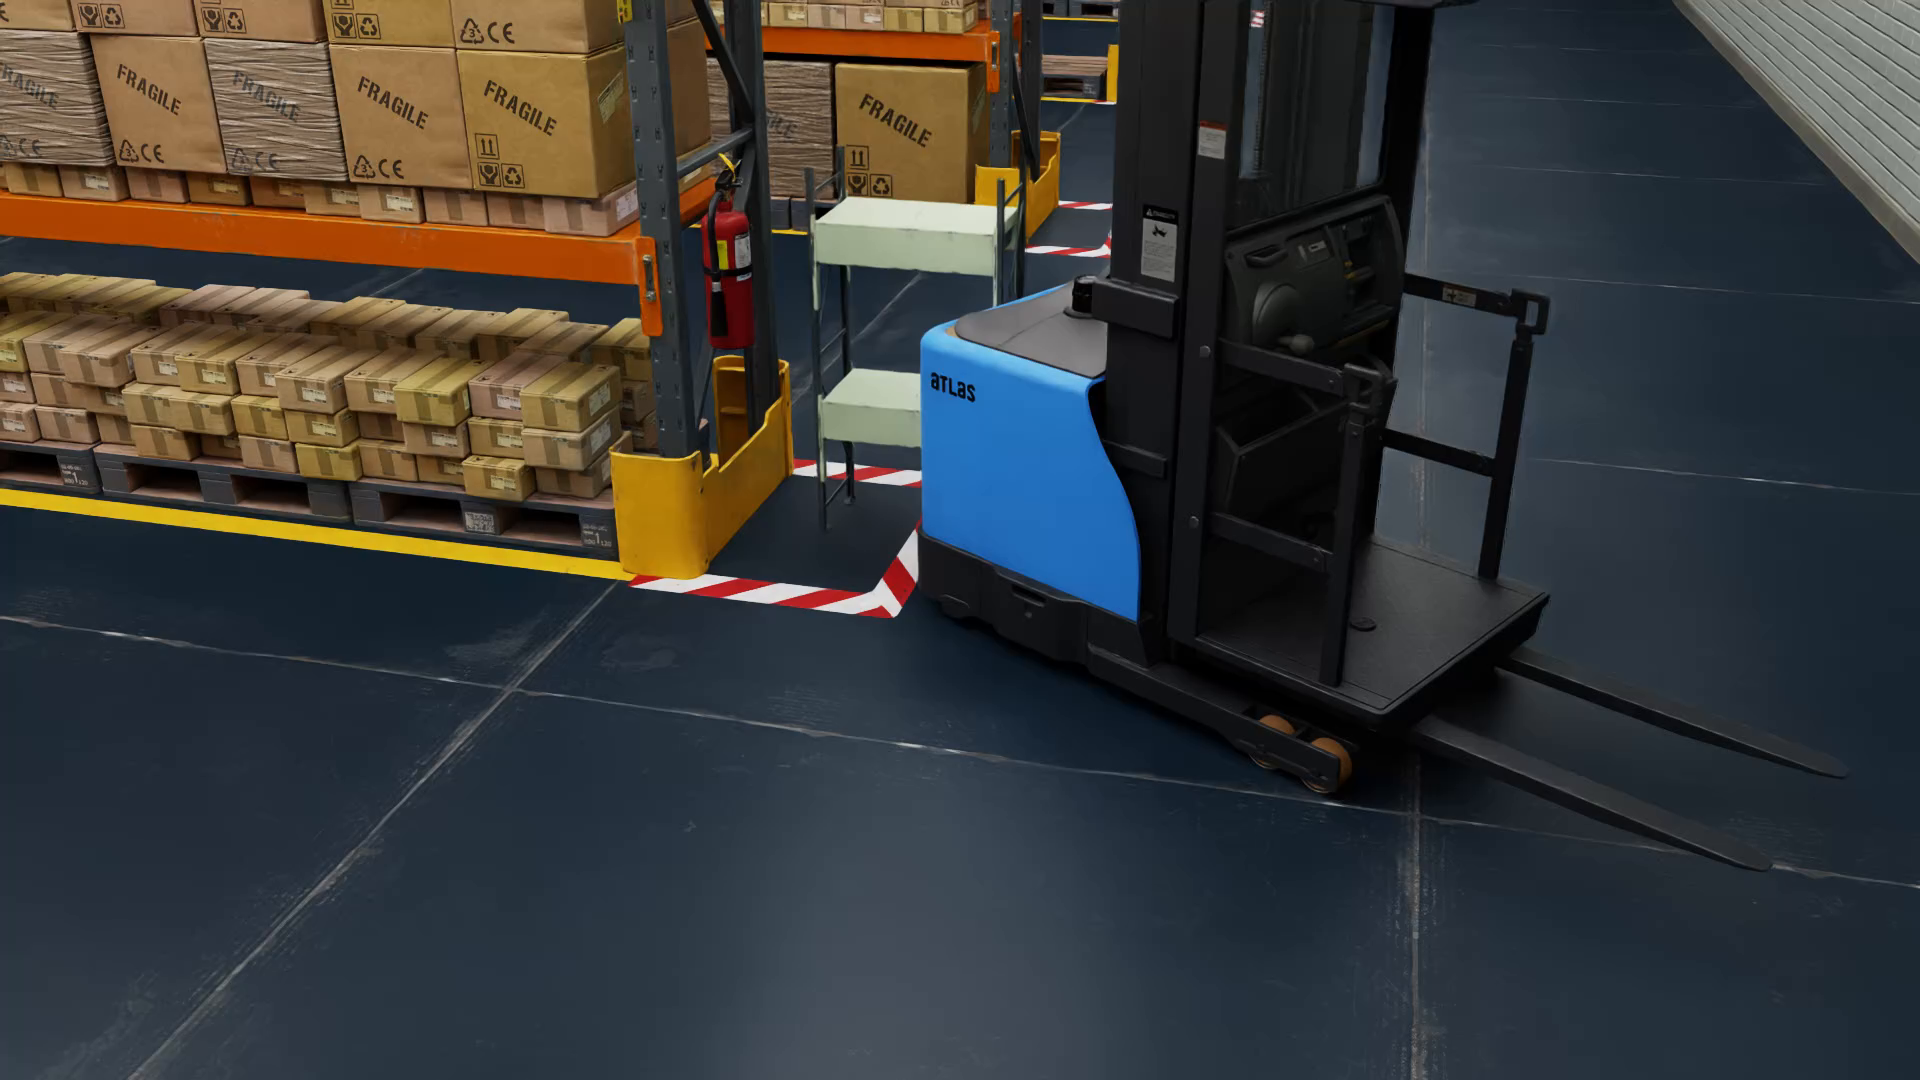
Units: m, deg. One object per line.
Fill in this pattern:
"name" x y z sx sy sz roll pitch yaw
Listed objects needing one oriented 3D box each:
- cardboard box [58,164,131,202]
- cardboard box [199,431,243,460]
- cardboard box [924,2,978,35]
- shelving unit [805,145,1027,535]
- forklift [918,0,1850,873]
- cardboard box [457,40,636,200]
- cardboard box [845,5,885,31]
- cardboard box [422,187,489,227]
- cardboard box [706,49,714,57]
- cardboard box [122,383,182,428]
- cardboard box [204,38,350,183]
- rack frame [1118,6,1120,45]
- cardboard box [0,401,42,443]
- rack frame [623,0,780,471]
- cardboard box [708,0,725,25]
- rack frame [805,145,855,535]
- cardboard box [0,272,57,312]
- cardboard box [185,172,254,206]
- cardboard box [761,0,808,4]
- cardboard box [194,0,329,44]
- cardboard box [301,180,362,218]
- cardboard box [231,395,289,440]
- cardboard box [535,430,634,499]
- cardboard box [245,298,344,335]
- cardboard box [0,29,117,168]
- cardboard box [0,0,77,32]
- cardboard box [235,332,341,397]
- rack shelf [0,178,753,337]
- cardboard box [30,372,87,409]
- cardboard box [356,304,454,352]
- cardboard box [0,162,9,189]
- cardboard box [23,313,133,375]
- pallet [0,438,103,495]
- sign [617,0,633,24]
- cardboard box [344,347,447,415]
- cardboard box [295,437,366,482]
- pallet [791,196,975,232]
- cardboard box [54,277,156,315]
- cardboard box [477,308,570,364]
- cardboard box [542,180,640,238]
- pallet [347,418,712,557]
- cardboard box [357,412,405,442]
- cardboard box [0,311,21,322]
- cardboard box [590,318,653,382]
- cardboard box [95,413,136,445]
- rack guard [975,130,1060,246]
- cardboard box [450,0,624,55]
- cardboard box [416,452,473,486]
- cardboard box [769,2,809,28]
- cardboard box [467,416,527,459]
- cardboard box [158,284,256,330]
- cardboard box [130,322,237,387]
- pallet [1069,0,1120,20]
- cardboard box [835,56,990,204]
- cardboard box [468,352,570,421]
"cardboard box" -3.355 -1.475 6.652 0.250 0.149 0.380 7 26 15
"cardboard box" -3.023 -0.487 7.112 0.250 0.149 0.380 7 26 14
"cardboard box" -0.056 -3.289 10.462 0.250 0.149 0.380 7 26 14
"shelving unit" -0.160 -0.742 6.563 0.755 1.500 0.431 6 26 13
"forklift" 1.260 -0.770 5.031 3.031 2.867 1.129 22 33 38
"cardboard box" -1.461 -1.568 6.092 0.500 0.500 0.500 7 26 14
"cardboard box" -0.552 -3.344 10.577 0.250 0.149 0.380 6 26 13
"cardboard box" -1.826 -1.314 6.314 0.250 0.149 0.380 6 26 12
"cardboard box" -2.012 -2.960 11.461 0.875 0.875 0.875 6 26 13
"cardboard box" -3.302 -0.617 7.039 0.250 0.149 0.380 6 26 13
"cardboard box" -2.452 -1.676 6.318 0.500 0.500 0.500 6 26 13
"rack frame" 1.605 -5.564 14.947 0.127 3.000 1.000 6 26 13
"cardboard box" -4.052 -0.572 7.290 0.250 0.149 0.380 6 26 13
"rack frame" -0.962 -1.448 6.302 0.127 3.000 1.000 6 26 13
"cardboard box" -1.536 -3.453 10.806 0.250 0.149 0.380 7 26 14
"rack frame" -0.514 -0.782 6.647 0.023 1.500 0.400 6 26 13
"cardboard box" -4.426 -1.117 7.743 0.250 0.149 0.380 7 26 14
"cardboard box" -2.835 -1.448 6.594 0.250 0.149 0.380 7 26 14
"cardboard box" -1.148 -3.619 10.690 0.500 0.250 0.500 5 26 11
"cardboard box" -2.464 -2.130 6.110 0.500 0.500 0.500 8 27 16
"cardboard box" -2.327 -1.373 6.436 0.250 0.149 0.380 5 26 11
"cardboard box" -2.796 -0.562 6.924 0.250 0.149 0.380 8 27 16
"cardboard box" -1.524 -0.320 6.760 0.250 0.149 0.380 7 26 14
"cardboard box" -2.931 -0.936 7.363 0.250 0.149 0.380 6 26 13
"cardboard box" -3.459 -1.779 6.534 0.500 0.500 0.500 6 26 12
"cardboard box" -3.473 -2.241 6.342 0.500 0.500 0.500 7 26 14
"cardboard box" -2.786 -0.730 6.929 0.250 0.149 0.380 5 26 11
"rack shelf" -2.899 -1.337 6.906 4.000 0.370 1.077 6 26 13
"cardboard box" -3.791 -0.710 7.233 0.250 0.149 0.380 5 26 10
"cardboard box" -2.421 -0.902 7.291 0.250 0.149 0.380 7 26 15
"cardboard box" -3.841 -1.561 6.832 0.250 0.149 0.380 5 26 11
"cardboard box" -3.786 -0.845 7.171 0.250 0.149 0.380 6 26 12
"pallet" -4.177 -0.560 7.680 1.213 0.211 1.003 6 26 13
"sign" -1.119 -1.884 5.504 0.005 0.325 0.100 6 26 13
"cardboard box" -2.284 -0.650 6.761 0.250 0.149 0.380 5 26 11
"cardboard box" -2.537 -0.391 6.911 0.250 0.149 0.380 5 26 11
"pallet" -0.423 -2.296 11.327 1.213 0.211 1.003 6 26 13
"cardboard box" -3.926 -1.083 7.671 0.250 0.149 0.380 6 26 13
"cardboard box" -1.894 -0.876 7.237 0.250 0.149 0.380 6 26 13
"cardboard box" -1.348 -1.252 6.182 0.250 0.149 0.380 6 26 13
"pallet" -1.813 -0.299 7.132 1.213 0.211 1.003 6 26 13
"cardboard box" -2.282 -0.549 6.895 0.250 0.149 0.380 6 26 12
"cardboard box" -4.302 -0.870 7.223 0.250 0.149 0.380 8 27 16
"cardboard box" -1.385 -0.816 7.111 0.250 0.149 0.380 5 26 11
"cardboard box" -3.524 -0.552 7.247 0.250 0.149 0.380 5 26 11
"rack guard" 0.395 -2.371 11.148 0.348 0.500 1.175 6 26 13
"cardboard box" -1.467 -2.024 5.887 0.500 0.500 0.500 6 26 12
"cardboard box" -2.032 -0.369 6.864 0.250 0.149 0.380 6 26 13
"cardboard box" -1.045 -3.398 10.691 0.250 0.149 0.380 6 26 12
"cardboard box" -1.784 -0.473 6.735 0.250 0.149 0.380 6 26 12
"cardboard box" -3.409 -1.032 7.564 0.250 0.149 0.380 5 26 10
"cardboard box" -3.276 -0.789 7.053 0.250 0.149 0.380 5 26 11
"pallet" 1.996 -6.460 20.073 1.213 0.211 1.003 6 26 13
"cardboard box" -0.268 -2.767 11.056 0.875 0.875 0.875 6 26 13
"cardboard box" -1.767 -0.621 6.700 0.250 0.149 0.380 7 26 14
